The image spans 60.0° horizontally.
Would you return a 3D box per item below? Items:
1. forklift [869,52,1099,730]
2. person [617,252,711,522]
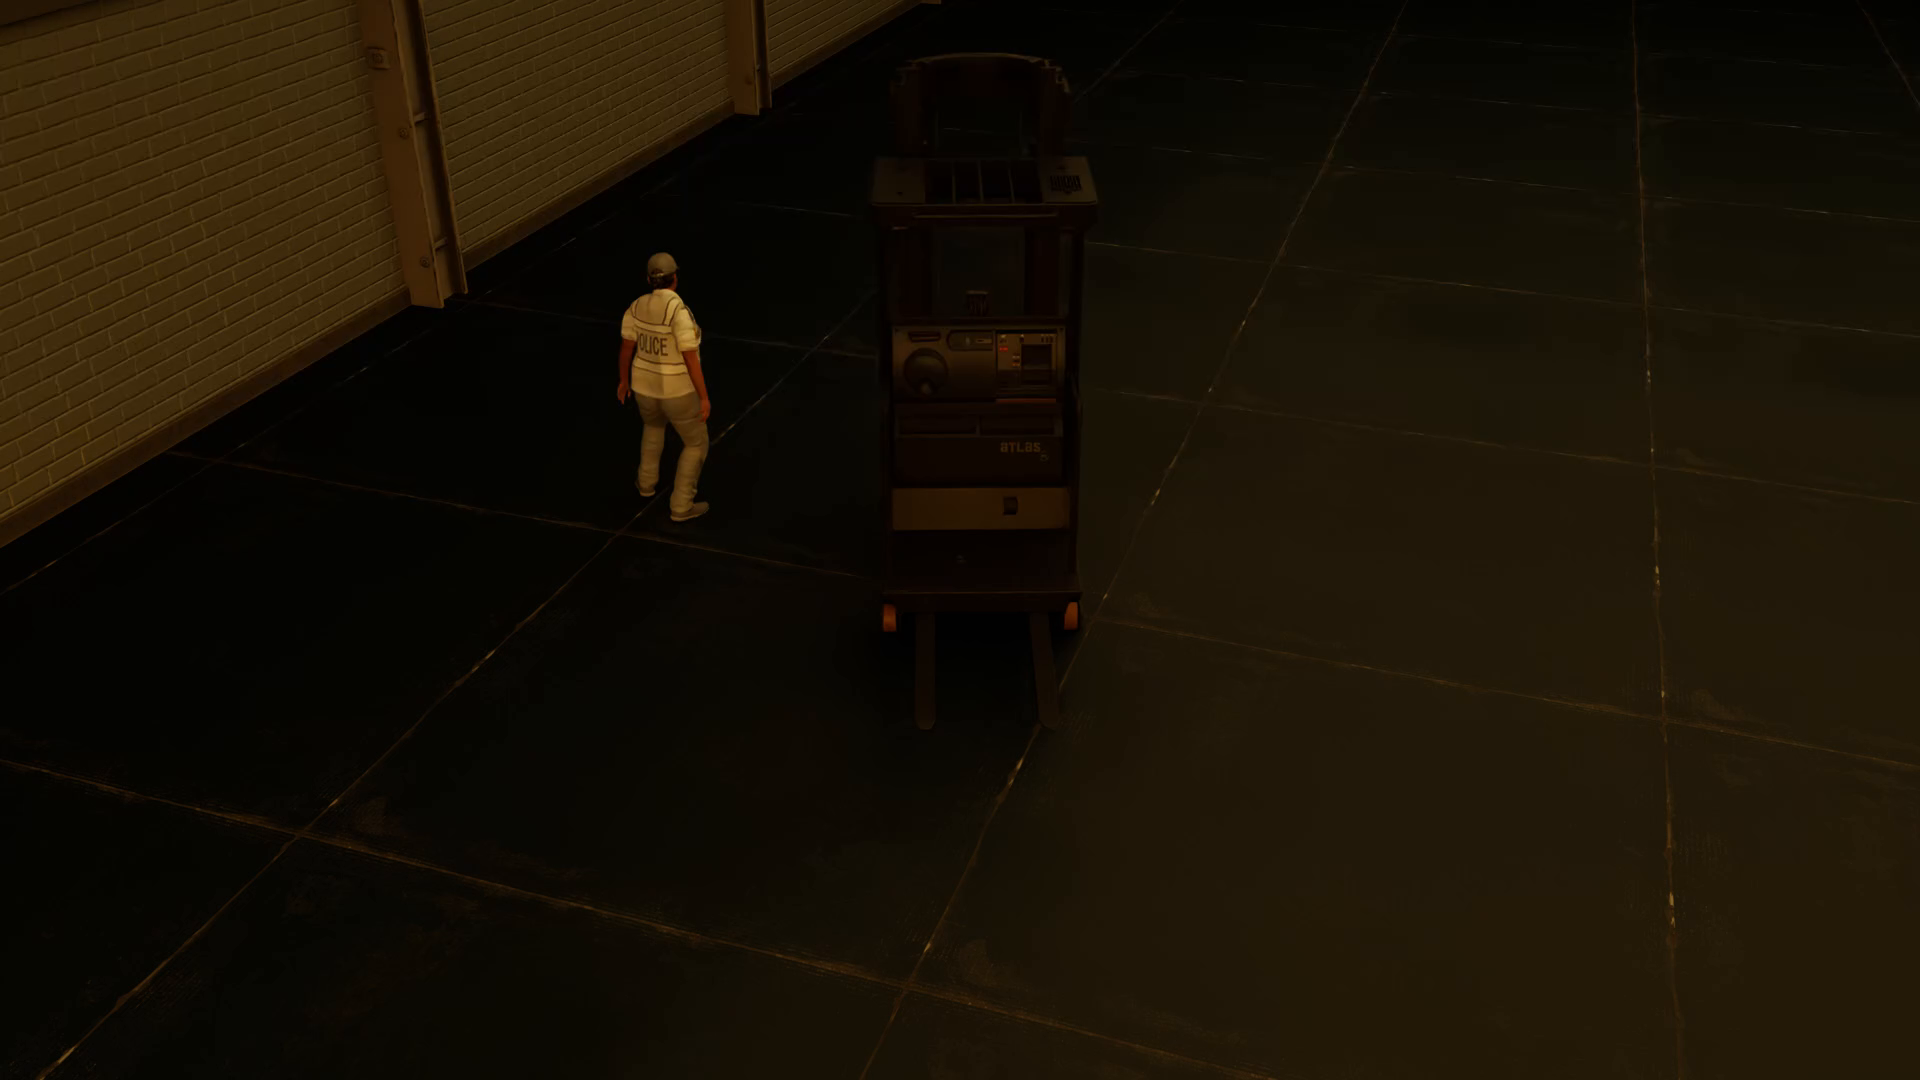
[{"bbox_3d":[0.108,-0.919,8.748,1.130,2.935,3.031,0,30,-1],"label":"forklift"},{"bbox_3d":[-1.778,-0.941,10.122,0.816,1.637,0.467,18,34,28],"label":"person"}]
